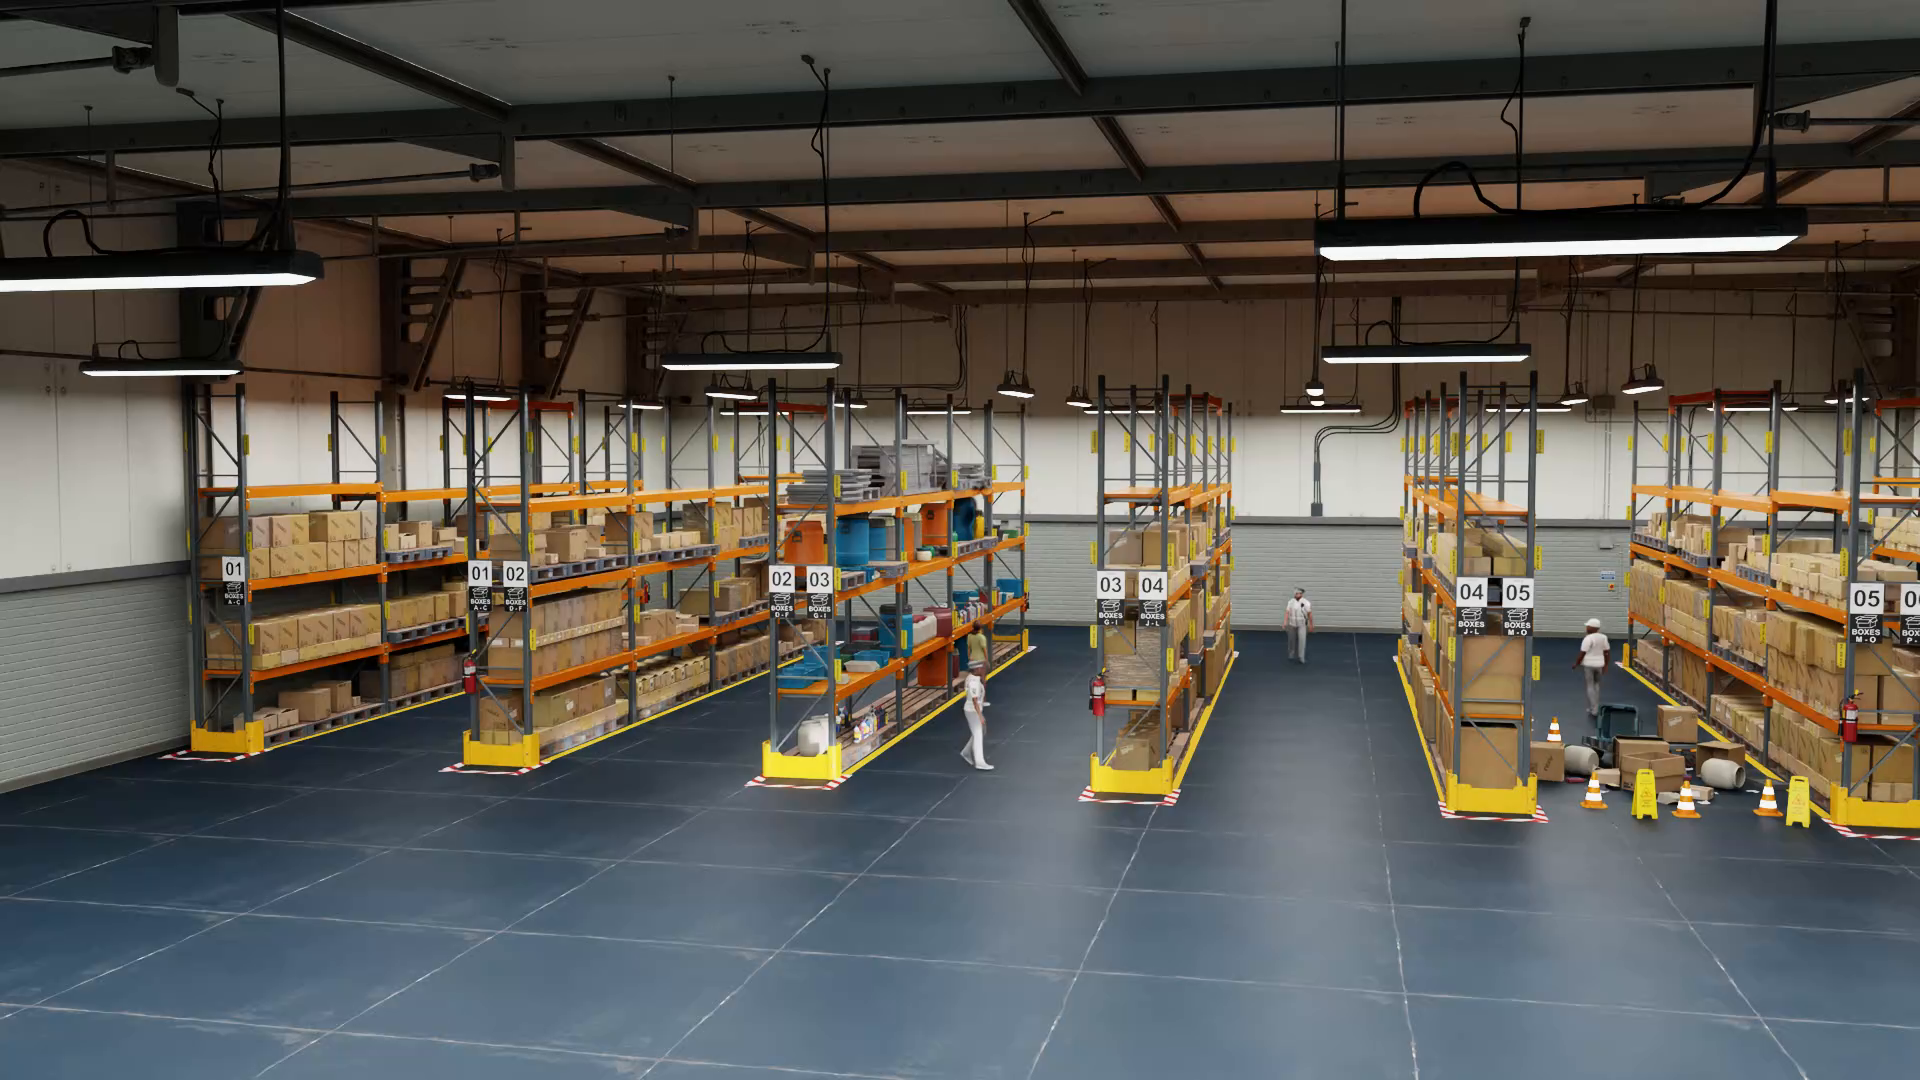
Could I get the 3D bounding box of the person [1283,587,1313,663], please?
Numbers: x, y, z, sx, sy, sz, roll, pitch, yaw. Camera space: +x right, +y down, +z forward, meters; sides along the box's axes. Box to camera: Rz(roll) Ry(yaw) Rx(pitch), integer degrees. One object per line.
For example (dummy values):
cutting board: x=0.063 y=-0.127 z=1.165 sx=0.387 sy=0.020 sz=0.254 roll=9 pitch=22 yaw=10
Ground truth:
person: x=7.799 y=1.939 z=38.379 sx=0.701 sy=1.719 sz=1.033 roll=0 pitch=3 yaw=8

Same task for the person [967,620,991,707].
person: x=0.356 y=2.347 z=31.766 sx=0.382 sy=1.668 sz=0.472 roll=-2 pitch=4 yaw=-36

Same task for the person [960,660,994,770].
person: x=0.279 y=2.689 z=25.794 sx=0.495 sy=1.676 sz=0.577 roll=0 pitch=3 yaw=1

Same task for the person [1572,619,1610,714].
person: x=11.729 y=2.354 z=30.872 sx=0.651 sy=1.799 sz=0.692 roll=0 pitch=3 yaw=2
